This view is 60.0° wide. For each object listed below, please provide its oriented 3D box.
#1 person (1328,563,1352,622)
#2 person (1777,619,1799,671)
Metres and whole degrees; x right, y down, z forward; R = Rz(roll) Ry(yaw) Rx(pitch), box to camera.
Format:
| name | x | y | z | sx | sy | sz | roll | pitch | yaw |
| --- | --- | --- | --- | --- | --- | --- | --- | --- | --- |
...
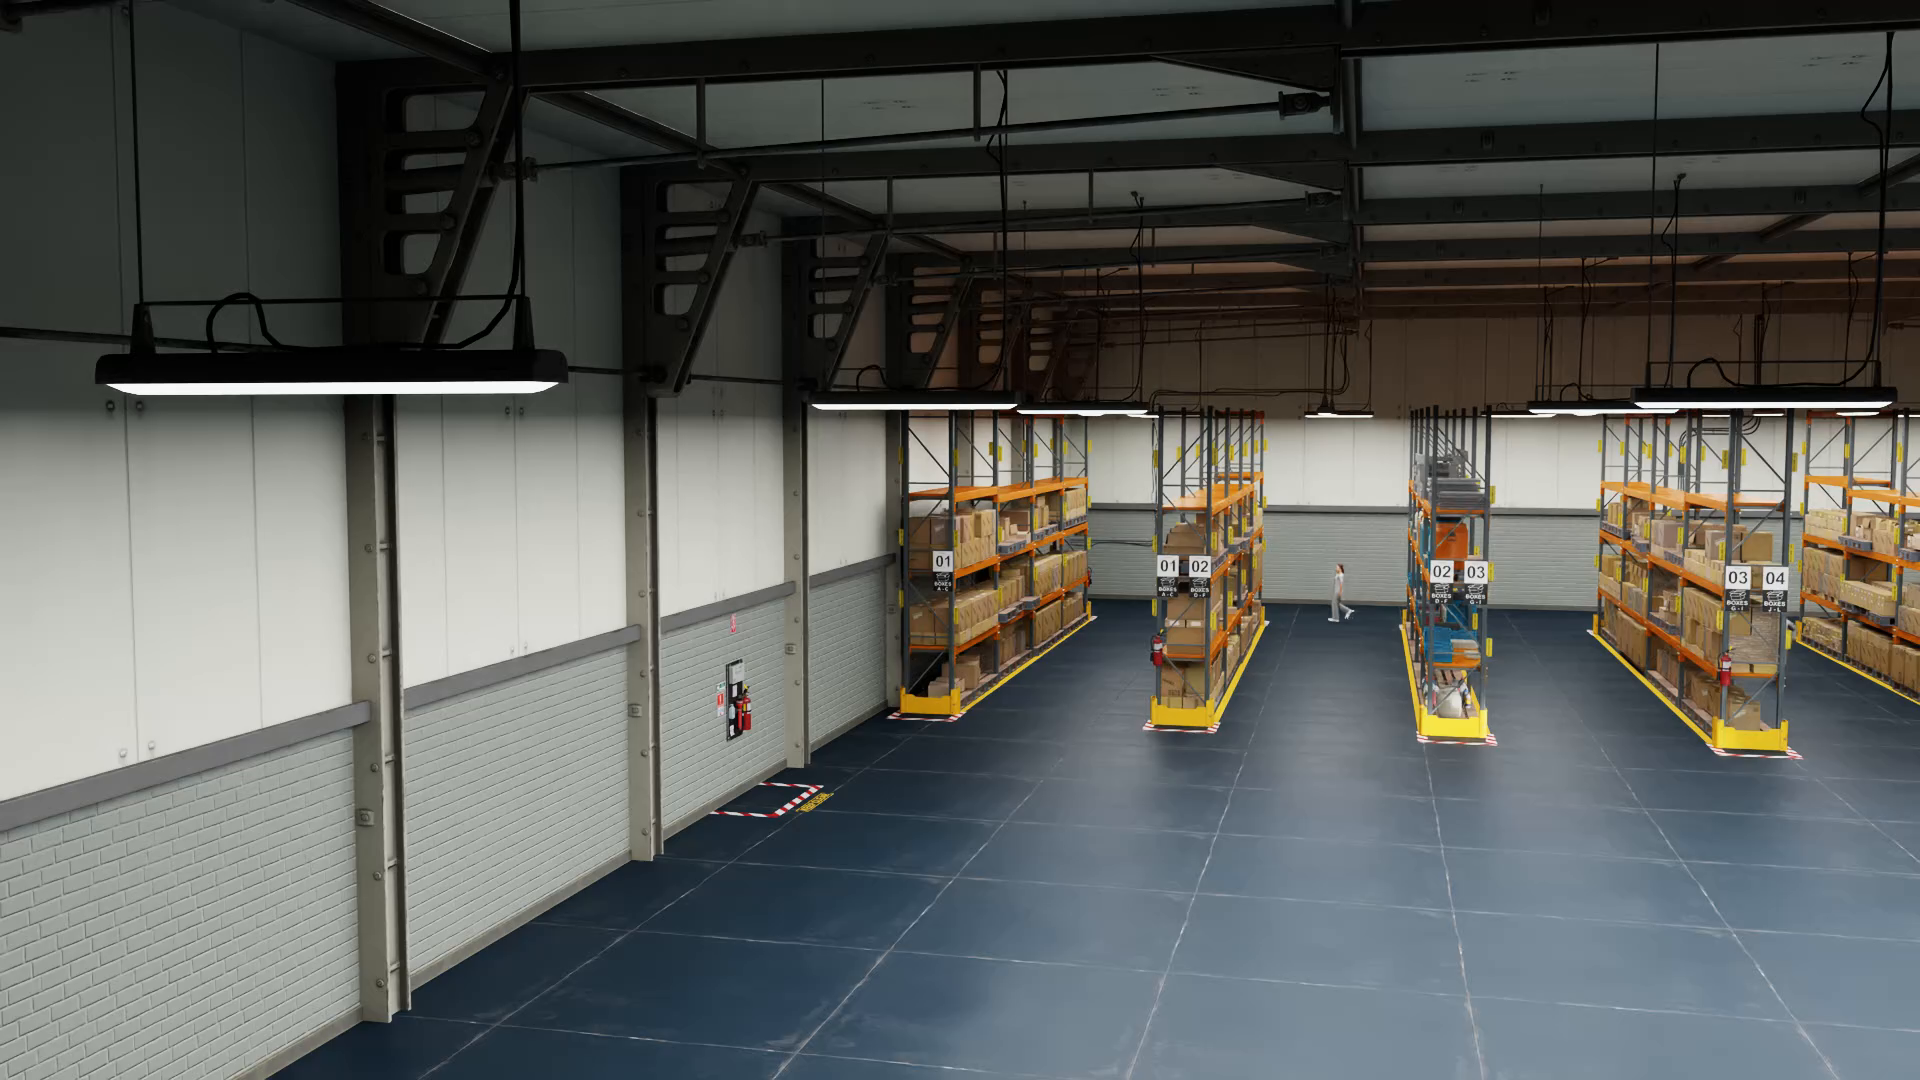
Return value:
| name | x | y | z | sx | sy | sz | roll | pitch | yaw |
| --- | --- | --- | --- | --- | --- | --- | --- | --- | --- |
| person | 10.814 | 1.490 | 47.266 | 0.663 | 1.654 | 0.443 | 1 | 4 | 13 |
| person | 17.893 | 2.280 | 36.294 | 0.709 | 1.682 | 0.705 | 2 | 5 | 25 |
